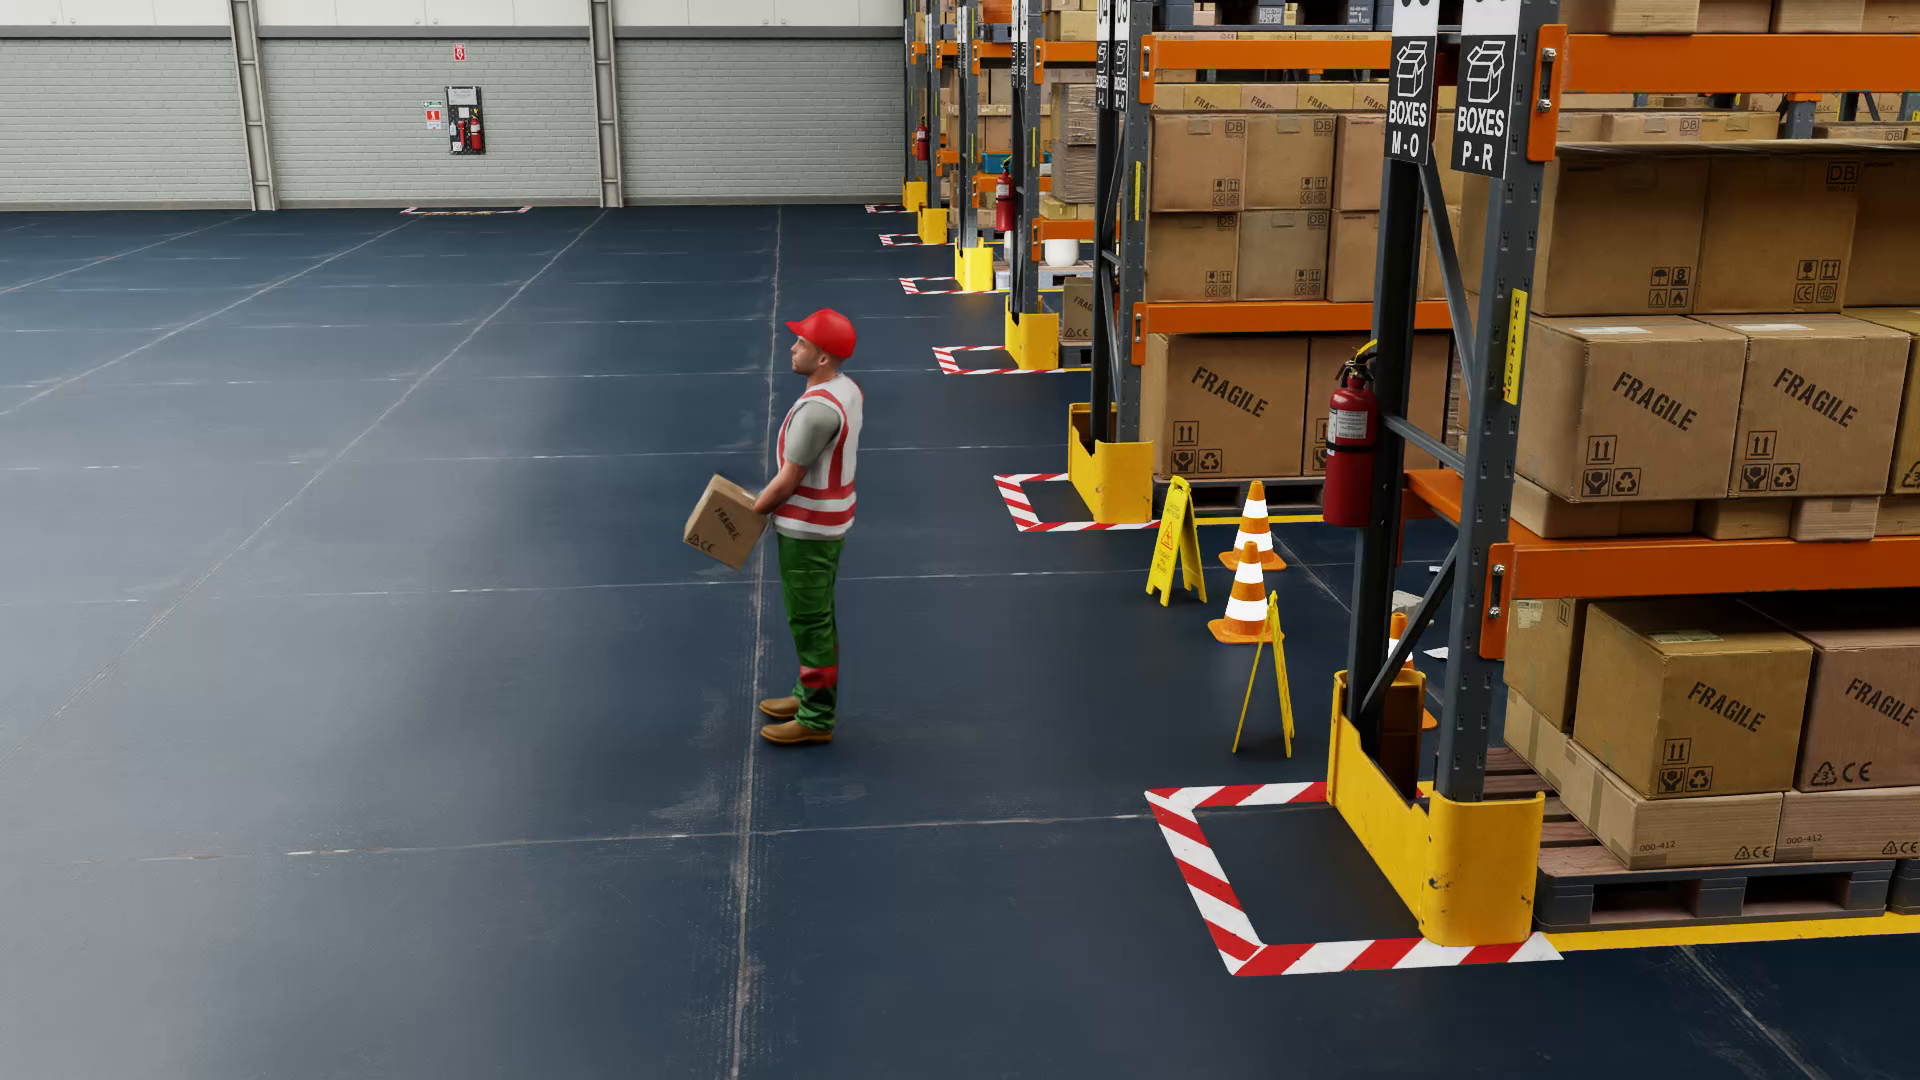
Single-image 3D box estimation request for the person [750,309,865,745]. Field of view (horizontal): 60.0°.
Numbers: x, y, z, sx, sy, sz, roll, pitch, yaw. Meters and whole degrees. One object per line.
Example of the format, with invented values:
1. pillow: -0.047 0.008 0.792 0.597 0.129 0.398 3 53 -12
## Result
1. person: -0.658 -0.044 6.723 0.527 1.793 0.514 3 17 9
